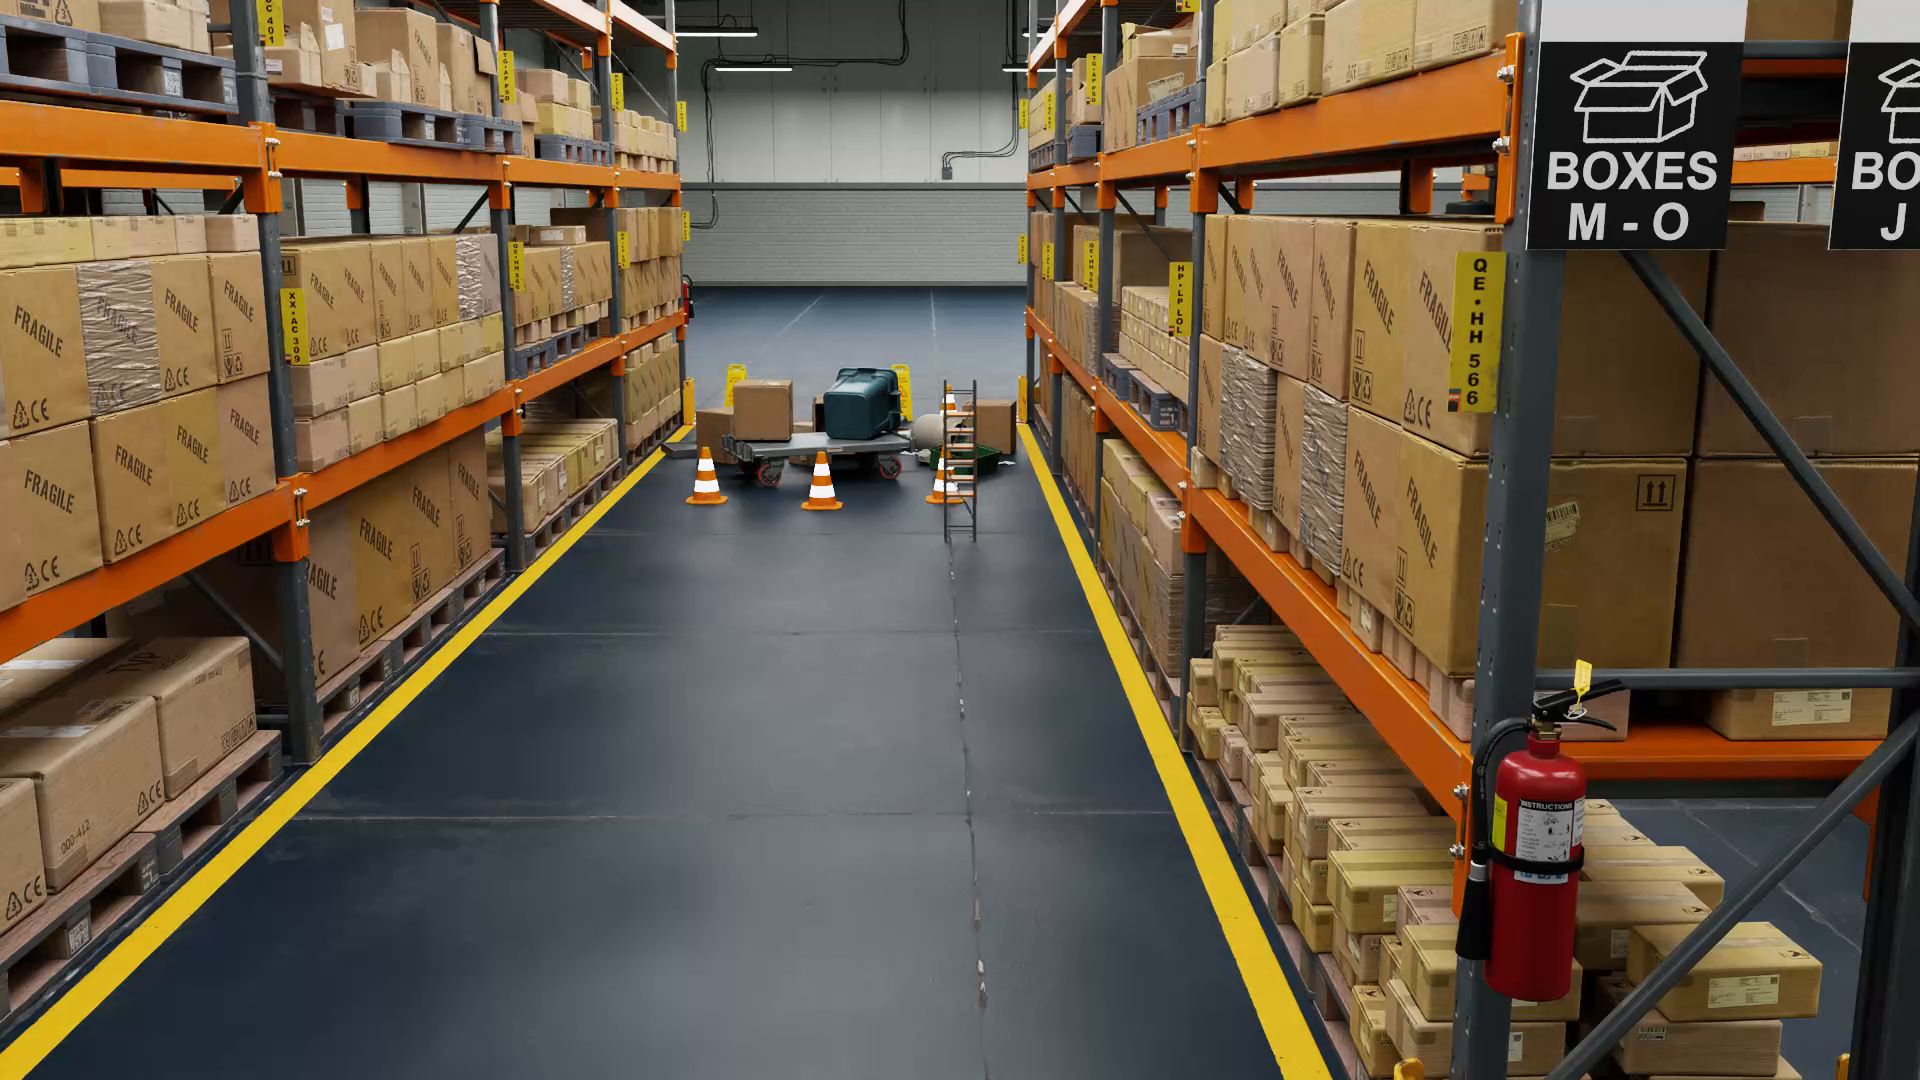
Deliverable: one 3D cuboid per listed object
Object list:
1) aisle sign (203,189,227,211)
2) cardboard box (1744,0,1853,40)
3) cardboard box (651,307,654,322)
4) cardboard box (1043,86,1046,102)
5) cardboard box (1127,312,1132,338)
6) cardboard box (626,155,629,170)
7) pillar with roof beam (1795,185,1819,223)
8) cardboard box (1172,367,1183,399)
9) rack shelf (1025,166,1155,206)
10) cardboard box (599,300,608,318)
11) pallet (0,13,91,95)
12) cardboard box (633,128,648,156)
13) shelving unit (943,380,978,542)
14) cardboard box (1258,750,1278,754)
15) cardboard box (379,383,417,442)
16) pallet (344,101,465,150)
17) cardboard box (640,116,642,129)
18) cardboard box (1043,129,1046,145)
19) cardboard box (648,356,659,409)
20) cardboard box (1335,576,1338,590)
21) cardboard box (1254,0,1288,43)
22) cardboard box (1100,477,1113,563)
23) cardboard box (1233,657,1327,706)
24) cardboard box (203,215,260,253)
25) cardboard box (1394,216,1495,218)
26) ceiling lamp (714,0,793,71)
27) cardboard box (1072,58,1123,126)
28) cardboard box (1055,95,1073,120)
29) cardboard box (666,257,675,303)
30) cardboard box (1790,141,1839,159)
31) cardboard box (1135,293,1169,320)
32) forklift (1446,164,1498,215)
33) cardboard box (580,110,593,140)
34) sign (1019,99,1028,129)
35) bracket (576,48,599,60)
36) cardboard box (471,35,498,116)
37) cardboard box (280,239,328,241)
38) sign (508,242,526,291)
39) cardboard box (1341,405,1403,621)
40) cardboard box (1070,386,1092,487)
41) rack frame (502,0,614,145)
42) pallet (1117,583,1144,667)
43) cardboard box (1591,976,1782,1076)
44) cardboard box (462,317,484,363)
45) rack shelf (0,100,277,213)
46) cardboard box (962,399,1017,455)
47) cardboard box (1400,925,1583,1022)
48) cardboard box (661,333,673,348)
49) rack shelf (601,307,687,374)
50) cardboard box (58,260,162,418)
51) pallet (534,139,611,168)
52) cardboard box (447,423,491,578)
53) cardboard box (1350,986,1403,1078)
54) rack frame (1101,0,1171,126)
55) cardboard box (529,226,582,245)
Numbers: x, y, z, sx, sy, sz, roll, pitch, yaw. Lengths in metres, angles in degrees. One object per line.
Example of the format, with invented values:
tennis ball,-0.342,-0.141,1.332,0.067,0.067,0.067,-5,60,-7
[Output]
aisle sign,-8.340,-4.106,18.714,0.394,0.787,0.004,0,11,-1
cardboard box,1.854,-1.185,3.690,0.500,0.250,0.500,0,11,1
cardboard box,-3.323,-2.288,16.927,0.380,0.149,0.250,0,11,-1
cardboard box,1.012,-4.349,16.227,0.380,0.149,0.250,0,11,-1
cardboard box,1.259,-1.366,10.577,0.380,0.149,0.250,0,11,2
cardboard box,-3.379,-3.604,15.868,0.380,0.149,0.250,0,11,1
pillar with roof beam,17.174,-10.498,41.672,9.100,9.000,0.548,0,11,-1
cardboard box,1.305,-0.805,8.560,0.380,0.149,0.250,-1,11,-4
rack shelf,1.318,-3.599,17.019,1.077,0.370,4.000,0,11,-1
cardboard box,-3.301,-2.025,14.572,0.380,0.149,0.250,0,11,0
pallet,-3.393,-1.475,4.965,1.003,0.211,1.213,0,11,-1
cardboard box,-3.340,-3.876,16.207,0.500,0.250,0.500,0,11,-1
shelving unit,0.000,-0.591,12.454,0.258,1.200,0.189,0,11,-1
cardboard box,1.333,0.832,6.279,0.380,0.149,0.250,0,11,1
cardboard box,-3.174,-0.673,8.709,0.500,0.250,0.500,0,11,-2
pallet,-3.412,-2.276,9.163,1.003,0.211,1.213,0,11,1
cardboard box,-3.382,-4.154,16.571,0.380,0.149,0.250,0,11,0
cardboard box,1.011,-3.959,16.307,0.380,0.149,0.250,0,11,0
cardboard box,-3.361,-1.597,16.860,0.500,0.500,0.500,0,11,2
cardboard box,1.380,0.105,5.131,0.380,0.149,0.250,-1,11,-4
cardboard box,1.297,-1.839,5.657,0.500,0.250,0.500,0,11,0
cardboard box,1.202,-0.128,10.875,0.500,0.500,0.500,-1,11,-4
cardboard box,1.326,0.581,6.770,0.380,0.149,0.250,0,11,-2
cardboard box,-3.097,-1.250,6.779,0.380,0.149,0.250,0,11,-2
cardboard box,1.818,-0.881,5.845,0.500,0.500,0.500,0,11,0
ceiling lamp,-5.311,-13.691,42.730,2.000,3.185,0.800,0,11,-1
cardboard box,1.126,-3.407,12.705,0.500,0.500,0.500,0,11,-1
cardboard box,1.093,-3.978,15.399,0.500,0.250,0.500,0,11,-2
cardboard box,-3.377,-2.827,17.950,0.500,0.500,0.500,0,11,-1
cardboard box,6.148,-2.779,11.546,0.500,0.250,0.500,0,11,-1
cardboard box,1.272,-1.415,10.071,0.380,0.149,0.250,-1,11,-4
forklift,3.970,-1.301,11.602,1.130,2.935,3.031,1,12,5
cardboard box,-3.430,-3.530,14.192,0.500,0.250,0.500,0,11,-2
sign,0.722,-4.815,18.807,0.100,0.325,0.005,0,11,-1
bracket,-9.722,-12.750,43.718,0.076,0.066,4.783,0,11,-1
cardboard box,-3.346,-2.900,10.451,0.797,0.503,0.637,-1,12,-5
cardboard box,-3.717,-1.386,9.082,0.500,0.500,0.500,0,11,0
sign,-2.950,-1.819,11.067,0.100,0.325,0.005,0,11,-1
cardboard box,1.336,-0.084,4.429,0.500,0.500,0.500,0,11,-2
cardboard box,1.479,-0.872,13.916,1.050,0.750,0.750,0,11,-1
rack frame,-3.587,-4.983,14.490,1.000,3.000,0.127,0,11,-1
pallet,1.479,0.475,9.686,1.003,0.211,1.213,0,11,-1
cardboard box,1.854,1.242,4.259,0.380,0.149,0.250,0,11,1
cardboard box,-3.226,-1.223,10.161,0.500,0.250,0.500,-1,11,-3
rack shelf,-3.381,-1.173,5.062,1.077,0.370,4.000,0,11,-1
cardboard box,0.302,-1.164,17.035,0.500,0.500,0.500,2,12,9
cardboard box,1.343,1.097,4.224,0.380,0.149,0.250,0,11,0
cardboard box,-3.318,-2.151,17.961,0.380,0.149,0.250,0,11,0
rack shelf,-3.628,-2.088,17.118,1.077,0.370,4.000,0,11,-1
cardboard box,-3.114,-0.697,5.686,0.500,0.500,0.500,0,11,0
pallet,-3.681,-3.298,14.200,1.213,0.211,1.003,0,11,-1
cardboard box,-3.573,-0.275,10.659,0.875,0.875,0.875,0,11,-2
cardboard box,1.282,1.338,4.531,0.380,0.149,0.250,0,11,1
rack frame,1.442,-4.229,10.770,1.000,3.000,0.127,0,11,-1
cardboard box,-3.295,-2.480,13.550,0.380,0.149,0.250,-1,11,-4
